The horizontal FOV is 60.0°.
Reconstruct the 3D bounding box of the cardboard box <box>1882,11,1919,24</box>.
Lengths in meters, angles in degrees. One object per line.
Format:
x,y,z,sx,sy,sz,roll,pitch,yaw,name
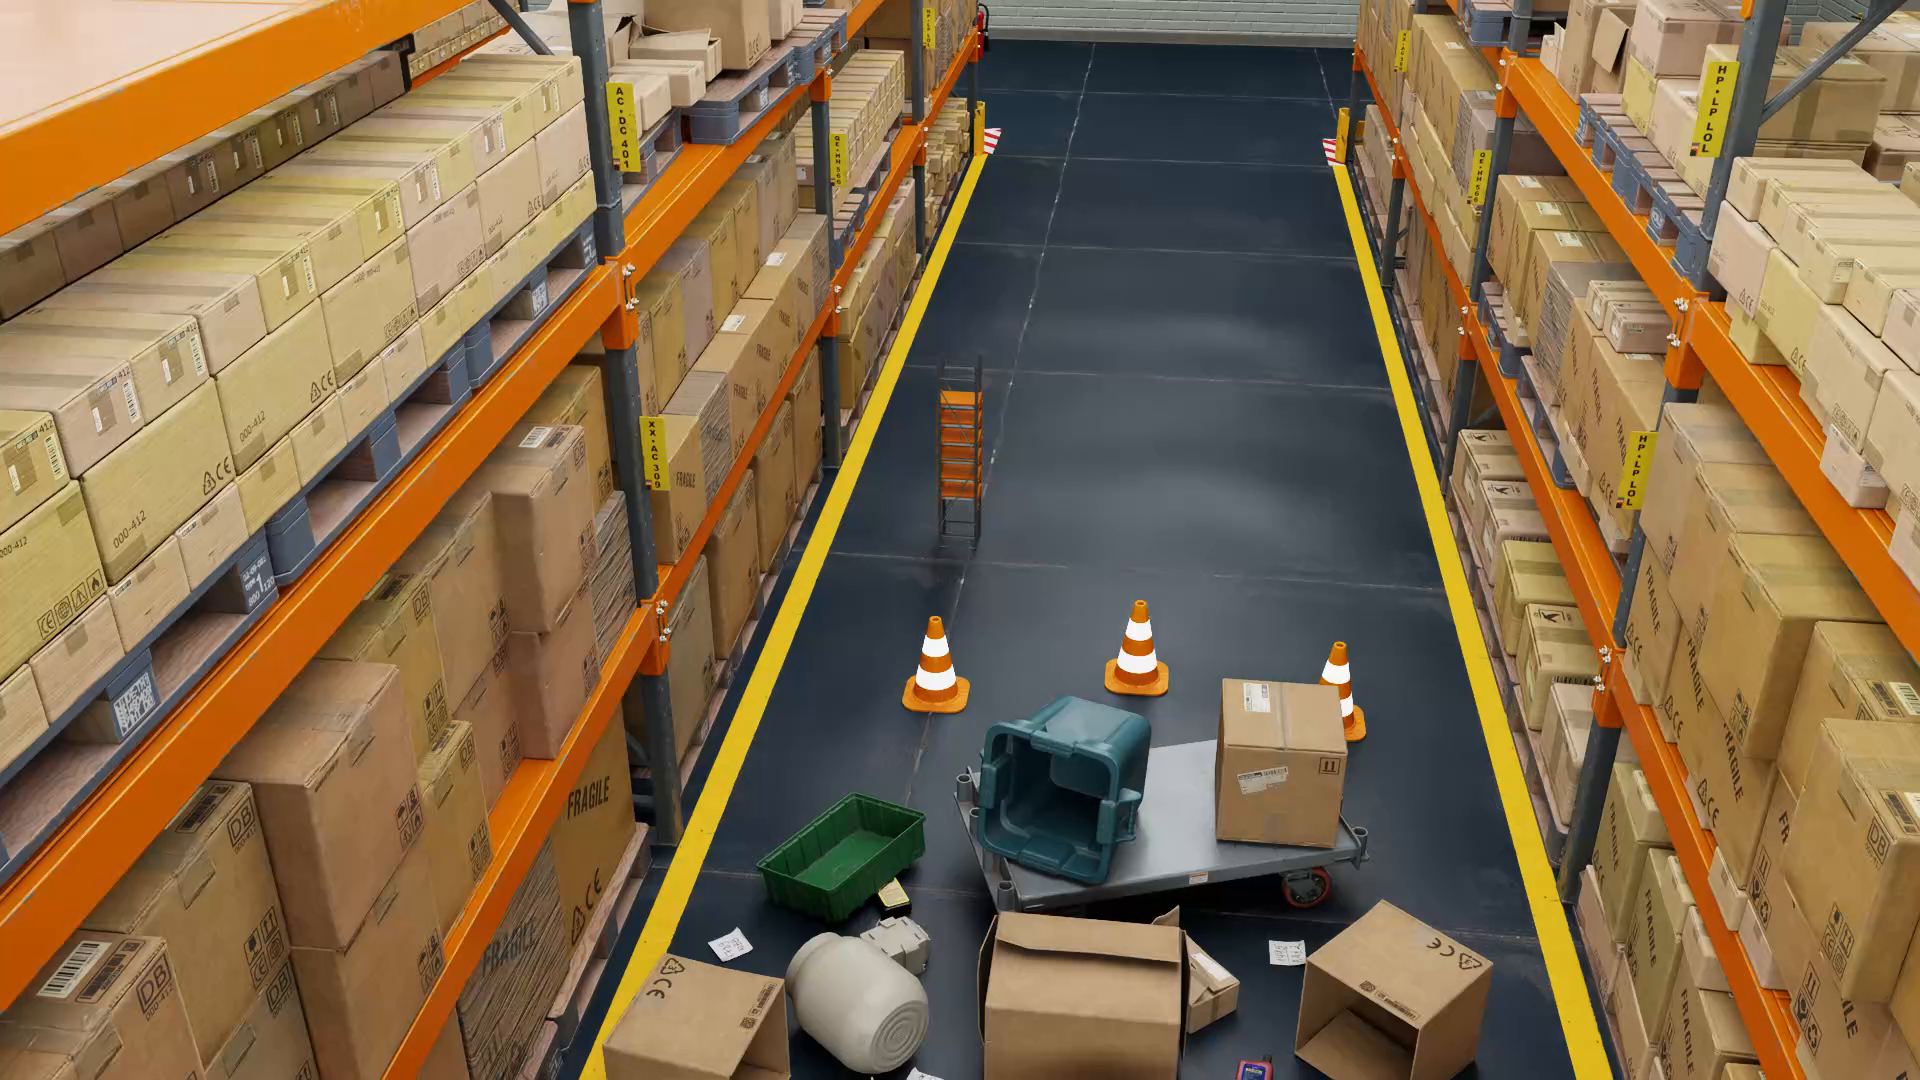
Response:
9.212,-4.953,16.125,0.500,0.250,0.500,4,29,6,cardboard box

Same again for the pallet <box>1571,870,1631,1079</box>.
3.091,1.822,6.645,1.003,0.211,1.213,3,28,6,pallet

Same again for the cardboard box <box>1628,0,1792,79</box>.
3.186,-2.145,7.094,0.500,0.250,0.500,4,29,7,cardboard box

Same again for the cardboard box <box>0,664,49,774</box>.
-1.917,0.338,3.015,0.380,0.149,0.250,4,29,7,cardboard box

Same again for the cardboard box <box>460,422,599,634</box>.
-1.819,-0.068,5.917,0.875,0.550,0.550,3,28,6,cardboard box

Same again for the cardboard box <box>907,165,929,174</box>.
-0.484,-3.319,15.185,0.380,0.149,0.250,3,28,5,cardboard box

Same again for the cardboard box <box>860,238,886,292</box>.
-0.837,-2.043,12.281,0.500,0.250,0.500,4,29,7,cardboard box

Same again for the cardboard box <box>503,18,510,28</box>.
-4.974,-5.528,17.614,0.380,0.149,0.250,4,29,7,cardboard box

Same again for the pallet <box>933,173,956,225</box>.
-0.613,-3.396,16.331,1.003,0.211,1.213,3,28,6,pallet

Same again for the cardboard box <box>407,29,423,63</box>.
-5.334,-4.570,15.415,0.500,0.250,0.500,3,28,6,cardboard box

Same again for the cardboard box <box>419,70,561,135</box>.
-1.547,-1.444,5.481,0.380,0.149,0.250,3,28,6,cardboard box

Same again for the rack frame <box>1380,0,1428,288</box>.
4.118,-3.489,13.564,1.000,3.000,0.127,3,28,6,rack frame

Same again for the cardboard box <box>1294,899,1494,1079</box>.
1.656,1.801,6.377,0.500,0.500,0.500,-24,36,-37,cardboard box

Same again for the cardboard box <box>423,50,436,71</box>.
-5.225,-4.567,15.829,0.380,0.149,0.250,3,28,5,cardboard box

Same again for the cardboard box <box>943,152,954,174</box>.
-0.267,-3.668,16.145,0.380,0.149,0.250,4,29,7,cardboard box

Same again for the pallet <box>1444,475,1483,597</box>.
3.531,-0.011,10.048,1.003,0.211,1.213,3,28,6,pallet

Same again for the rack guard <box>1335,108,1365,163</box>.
4.611,-4.283,17.673,1.175,0.500,0.348,3,28,6,rack guard

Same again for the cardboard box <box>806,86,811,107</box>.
-1.373,-3.532,13.153,0.380,0.149,0.250,4,29,7,cardboard box

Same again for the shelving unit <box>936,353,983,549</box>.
-0.002,-0.521,9.953,0.258,1.200,0.189,3,28,6,shelving unit

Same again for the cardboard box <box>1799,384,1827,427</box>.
2.778,-0.443,5.011,0.380,0.149,0.250,4,29,8,cardboard box

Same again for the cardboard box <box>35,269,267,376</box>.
-1.795,-0.488,3.706,0.380,0.149,0.250,3,28,5,cardboard box

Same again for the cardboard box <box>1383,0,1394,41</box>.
4.025,-4.690,14.634,0.500,0.500,0.500,4,29,7,cardboard box

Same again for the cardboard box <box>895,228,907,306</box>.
-0.711,-2.209,13.381,0.500,0.500,0.500,3,28,5,cardboard box

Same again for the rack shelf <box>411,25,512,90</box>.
-5.472,-4.690,16.551,1.077,0.370,4.000,3,28,6,rack shelf

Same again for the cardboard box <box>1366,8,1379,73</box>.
4.150,-4.729,15.760,0.500,0.500,0.500,3,28,6,cardboard box

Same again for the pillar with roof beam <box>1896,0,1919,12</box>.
6.487,-9.194,17.827,9.100,9.000,0.400,3,28,6,pillar with roof beam

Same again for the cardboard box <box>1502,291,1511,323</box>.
3.256,-1.281,9.288,0.380,0.149,0.250,2,28,3,cardboard box

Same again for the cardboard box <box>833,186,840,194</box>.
-1.007,-2.396,11.042,0.380,0.149,0.250,5,29,9,cardboard box

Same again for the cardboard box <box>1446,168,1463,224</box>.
3.494,-2.245,10.885,0.500,0.250,0.500,3,28,5,cardboard box

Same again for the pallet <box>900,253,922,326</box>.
-0.901,-2.135,13.991,1.003,0.211,1.213,3,28,6,pallet

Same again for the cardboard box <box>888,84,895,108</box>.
-0.724,-3.495,13.084,0.380,0.149,0.250,5,29,8,cardboard box

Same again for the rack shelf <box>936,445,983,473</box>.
-0.002,-0.482,9.974,0.258,0.103,0.180,3,28,6,rack shelf

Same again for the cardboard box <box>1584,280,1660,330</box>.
3.052,-1.055,7.500,0.380,0.149,0.250,2,28,4,cardboard box

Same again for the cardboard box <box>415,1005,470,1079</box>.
-2.154,1.932,5.298,0.875,0.875,0.875,3,28,5,cardboard box

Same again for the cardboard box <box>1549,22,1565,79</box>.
3.389,-2.609,8.910,0.396,0.266,0.258,3,28,6,cardboard box

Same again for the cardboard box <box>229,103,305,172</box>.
-2.261,-1.243,5.108,0.380,0.149,0.250,3,28,5,cardboard box

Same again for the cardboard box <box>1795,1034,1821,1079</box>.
2.569,1.475,4.614,0.380,0.149,0.250,3,28,6,cardboard box

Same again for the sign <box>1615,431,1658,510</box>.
2.587,-0.264,6.357,0.100,0.325,0.005,3,28,6,sign

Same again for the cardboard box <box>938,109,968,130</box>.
-0.124,-4.296,16.997,0.380,0.149,0.250,3,28,5,cardboard box

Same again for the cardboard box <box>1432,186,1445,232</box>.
3.557,-2.271,11.461,0.500,0.250,0.500,3,28,6,cardboard box

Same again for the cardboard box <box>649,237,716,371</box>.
-1.609,-1.162,8.085,0.700,0.500,0.500,4,29,7,cardboard box

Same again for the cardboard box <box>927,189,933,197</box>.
-0.450,-3.180,15.552,0.380,0.149,0.250,3,28,5,cardboard box

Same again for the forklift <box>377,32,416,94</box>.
-3.947,-1.648,10.218,1.130,2.935,3.031,6,29,12,forklift

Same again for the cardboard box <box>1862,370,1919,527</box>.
2.624,-0.202,4.144,0.500,0.250,0.500,4,29,7,cardboard box

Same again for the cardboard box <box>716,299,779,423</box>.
-1.268,-0.952,8.748,0.500,0.500,0.500,4,29,7,cardboard box

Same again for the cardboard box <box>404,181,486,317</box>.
-1.718,-0.858,4.814,0.500,0.250,0.500,3,28,6,cardboard box

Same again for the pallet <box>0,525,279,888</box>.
-2.197,0.288,3.484,1.003,0.211,1.213,3,28,6,pallet

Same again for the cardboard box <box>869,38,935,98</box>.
-0.496,-4.123,14.321,0.500,0.500,0.500,3,28,5,cardboard box

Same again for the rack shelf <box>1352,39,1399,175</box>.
4.363,-4.114,15.482,1.077,0.370,4.000,3,28,6,rack shelf

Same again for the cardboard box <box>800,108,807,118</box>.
-1.406,-3.279,12.995,0.380,0.149,0.250,4,29,7,cardboard box

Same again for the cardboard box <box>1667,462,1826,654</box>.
2.785,0.095,5.438,0.700,0.500,0.500,4,29,6,cardboard box

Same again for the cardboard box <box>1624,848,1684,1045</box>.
2.744,1.487,5.994,0.500,0.500,0.500,4,29,8,cardboard box

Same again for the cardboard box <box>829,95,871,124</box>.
-0.854,-3.125,12.083,0.380,0.149,0.250,3,28,5,cardboard box

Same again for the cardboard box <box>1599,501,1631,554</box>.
2.927,-0.056,7.014,0.380,0.149,0.250,4,29,7,cardboard box

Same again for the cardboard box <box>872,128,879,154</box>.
-0.816,-2.992,12.463,0.380,0.149,0.250,5,29,8,cardboard box

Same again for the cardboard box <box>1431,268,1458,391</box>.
3.909,-1.596,11.847,0.875,0.875,0.875,4,29,7,cardboard box

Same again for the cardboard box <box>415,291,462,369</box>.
-1.669,-0.613,4.779,0.380,0.149,0.250,3,28,6,cardboard box

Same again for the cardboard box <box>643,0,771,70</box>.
-1.232,-2.606,8.108,0.500,0.500,0.500,3,28,6,cardboard box

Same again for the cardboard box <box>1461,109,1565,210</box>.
3.432,-2.349,10.288,0.500,0.500,0.500,3,28,5,cardboard box

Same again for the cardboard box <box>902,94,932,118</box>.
-0.448,-3.733,14.282,0.380,0.149,0.250,4,29,8,cardboard box
